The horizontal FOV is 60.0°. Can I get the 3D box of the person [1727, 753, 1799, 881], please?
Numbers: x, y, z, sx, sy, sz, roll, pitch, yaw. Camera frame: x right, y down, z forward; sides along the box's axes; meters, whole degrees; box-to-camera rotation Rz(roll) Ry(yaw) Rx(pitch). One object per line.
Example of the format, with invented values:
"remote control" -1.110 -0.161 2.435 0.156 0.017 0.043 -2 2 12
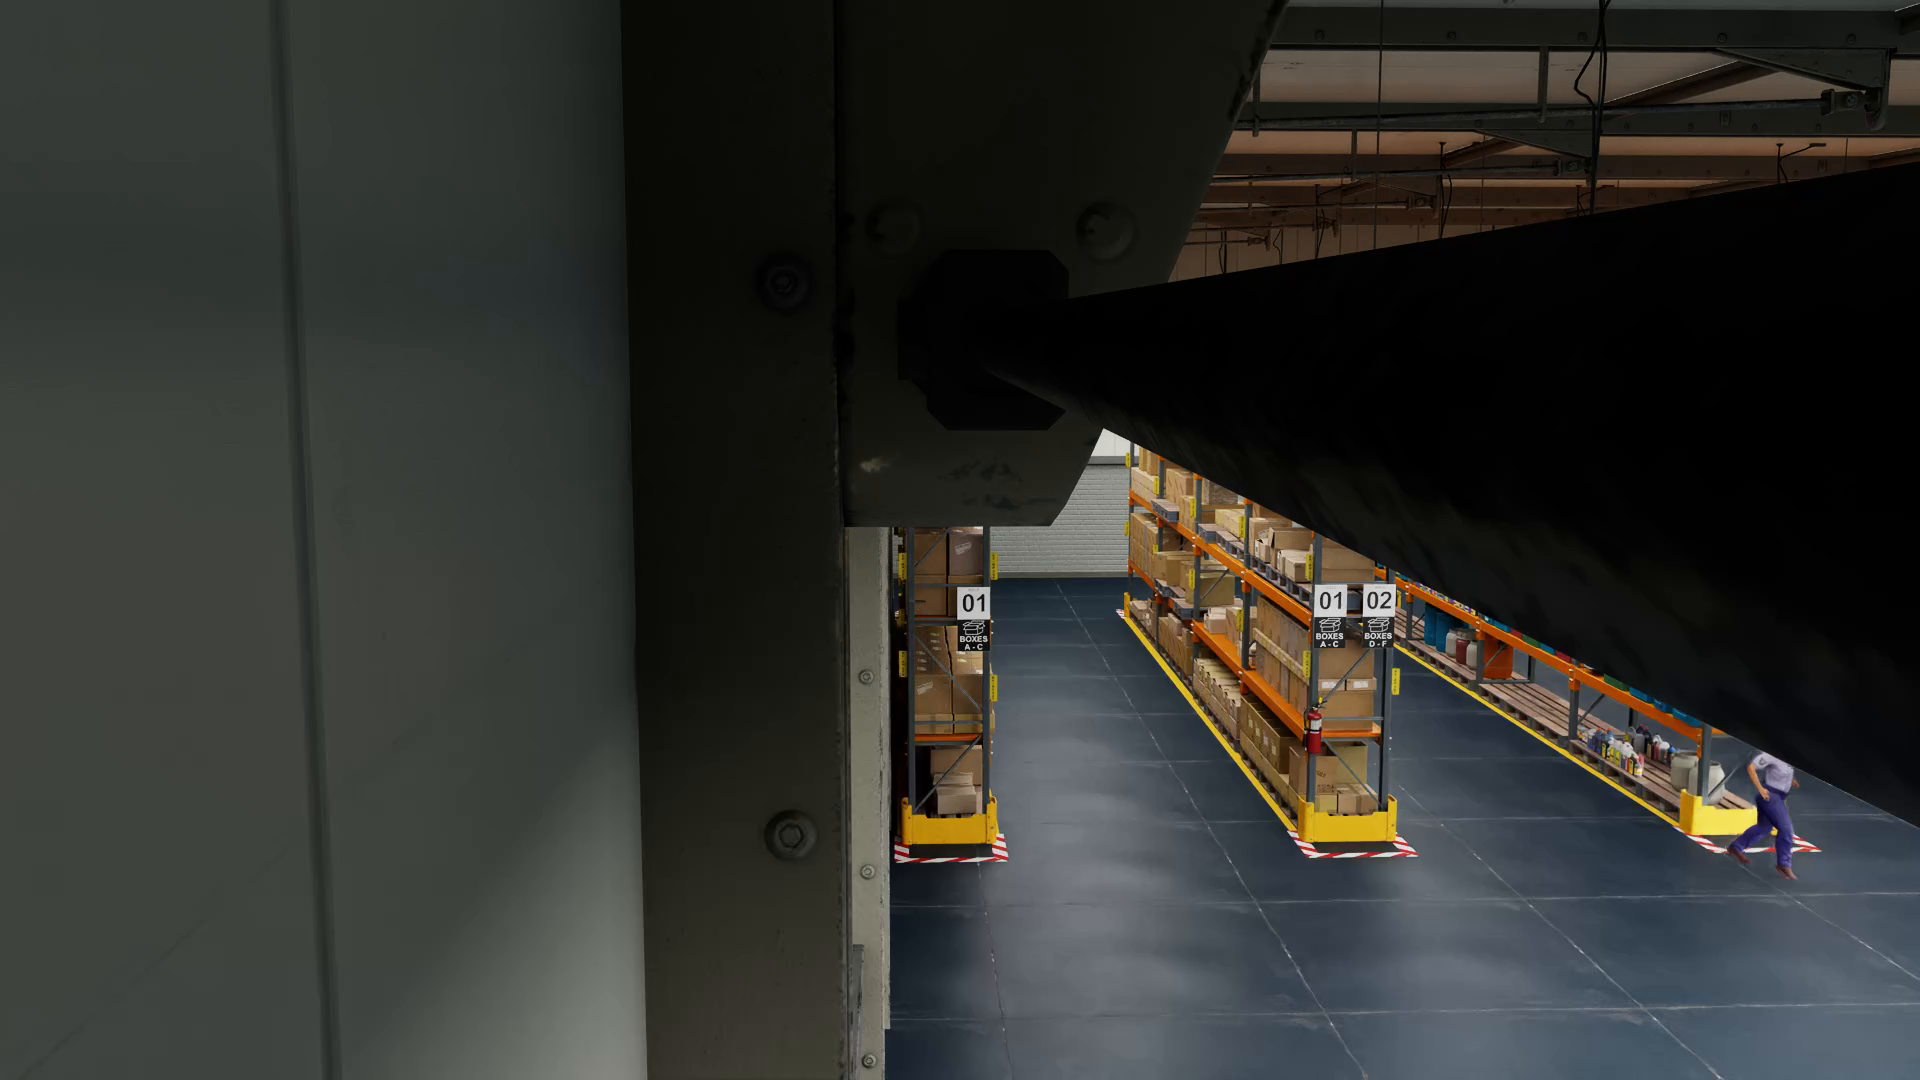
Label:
"person" 9.463 3.066 19.449 0.832 1.680 0.618 6 9 37
